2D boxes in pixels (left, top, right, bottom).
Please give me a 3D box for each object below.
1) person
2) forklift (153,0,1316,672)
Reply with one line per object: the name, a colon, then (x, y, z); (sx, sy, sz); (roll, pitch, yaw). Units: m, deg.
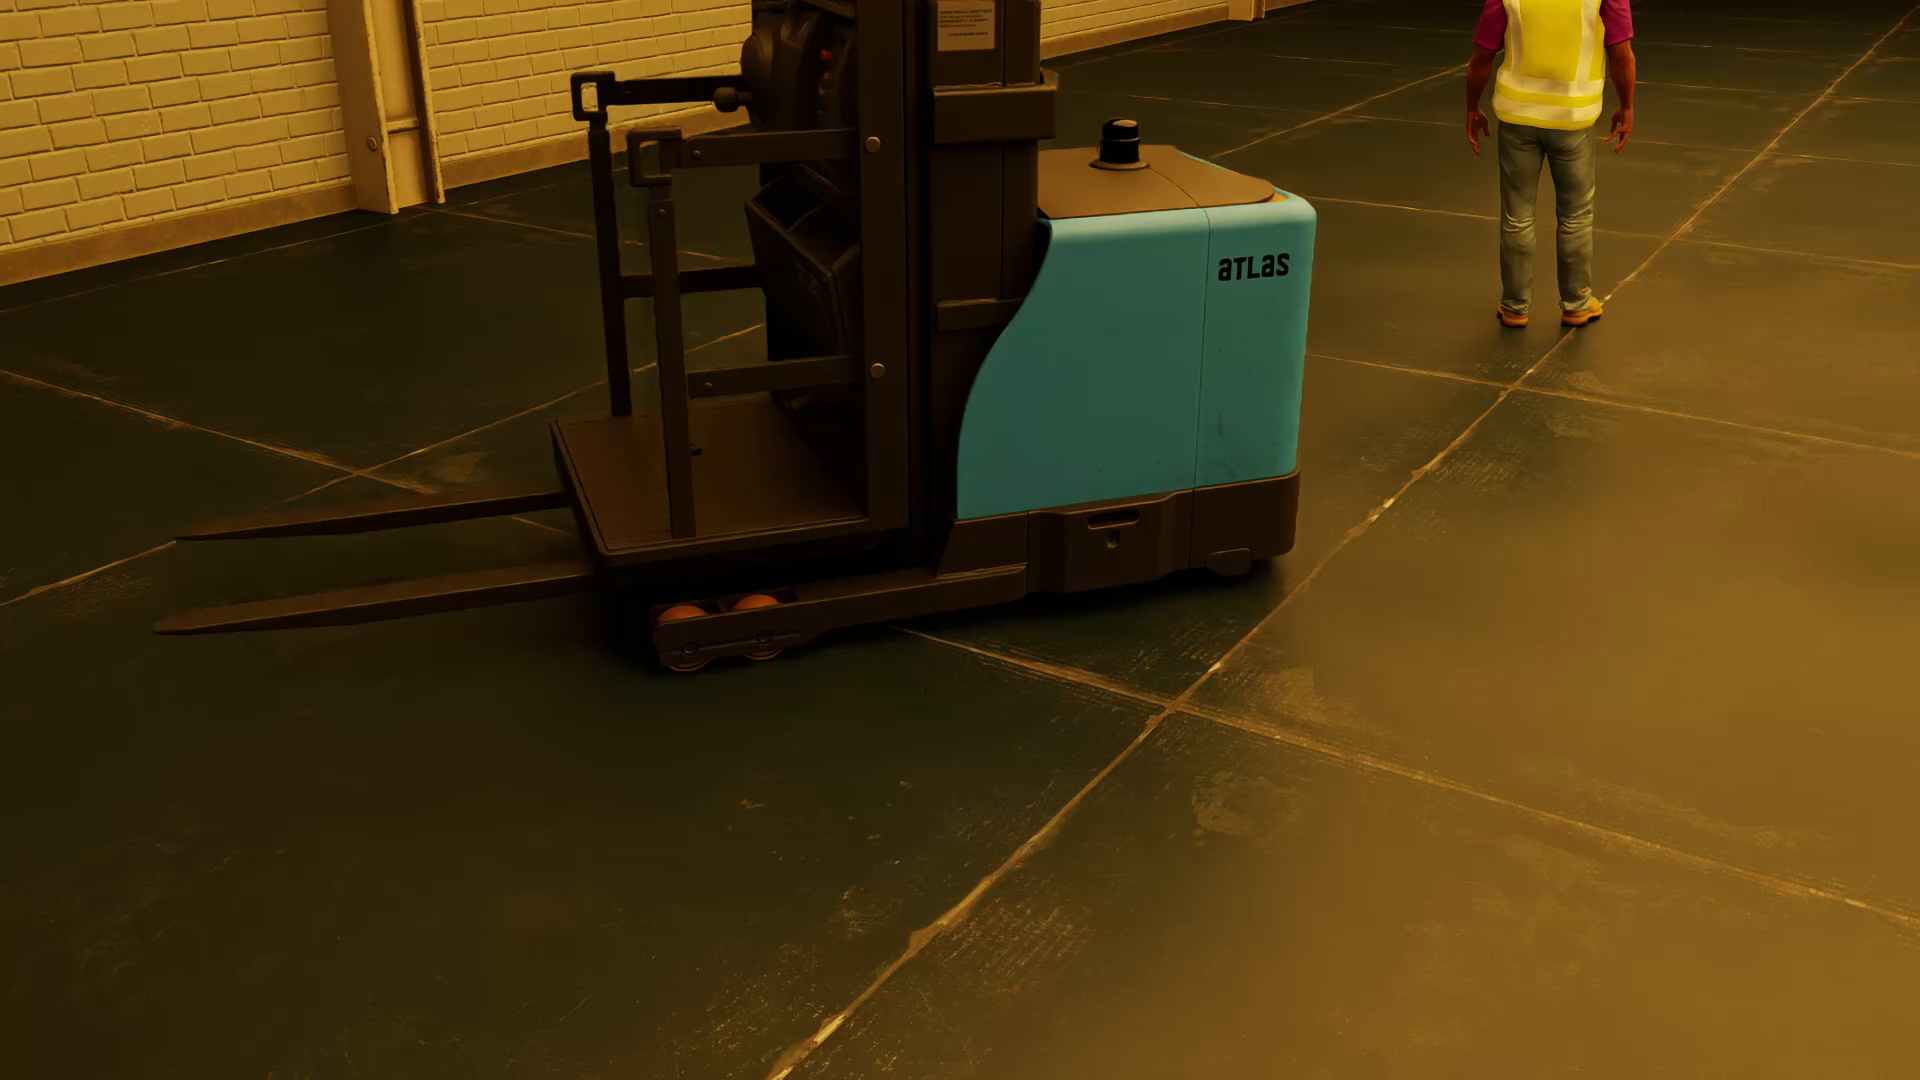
person: (2.453, -1.776, 6.924); (0.665, 1.767, 0.576); (10, 25, 22)
forklift: (-0.604, -1.244, 4.222); (3.031, 2.935, 1.130); (-8, 24, -18)
